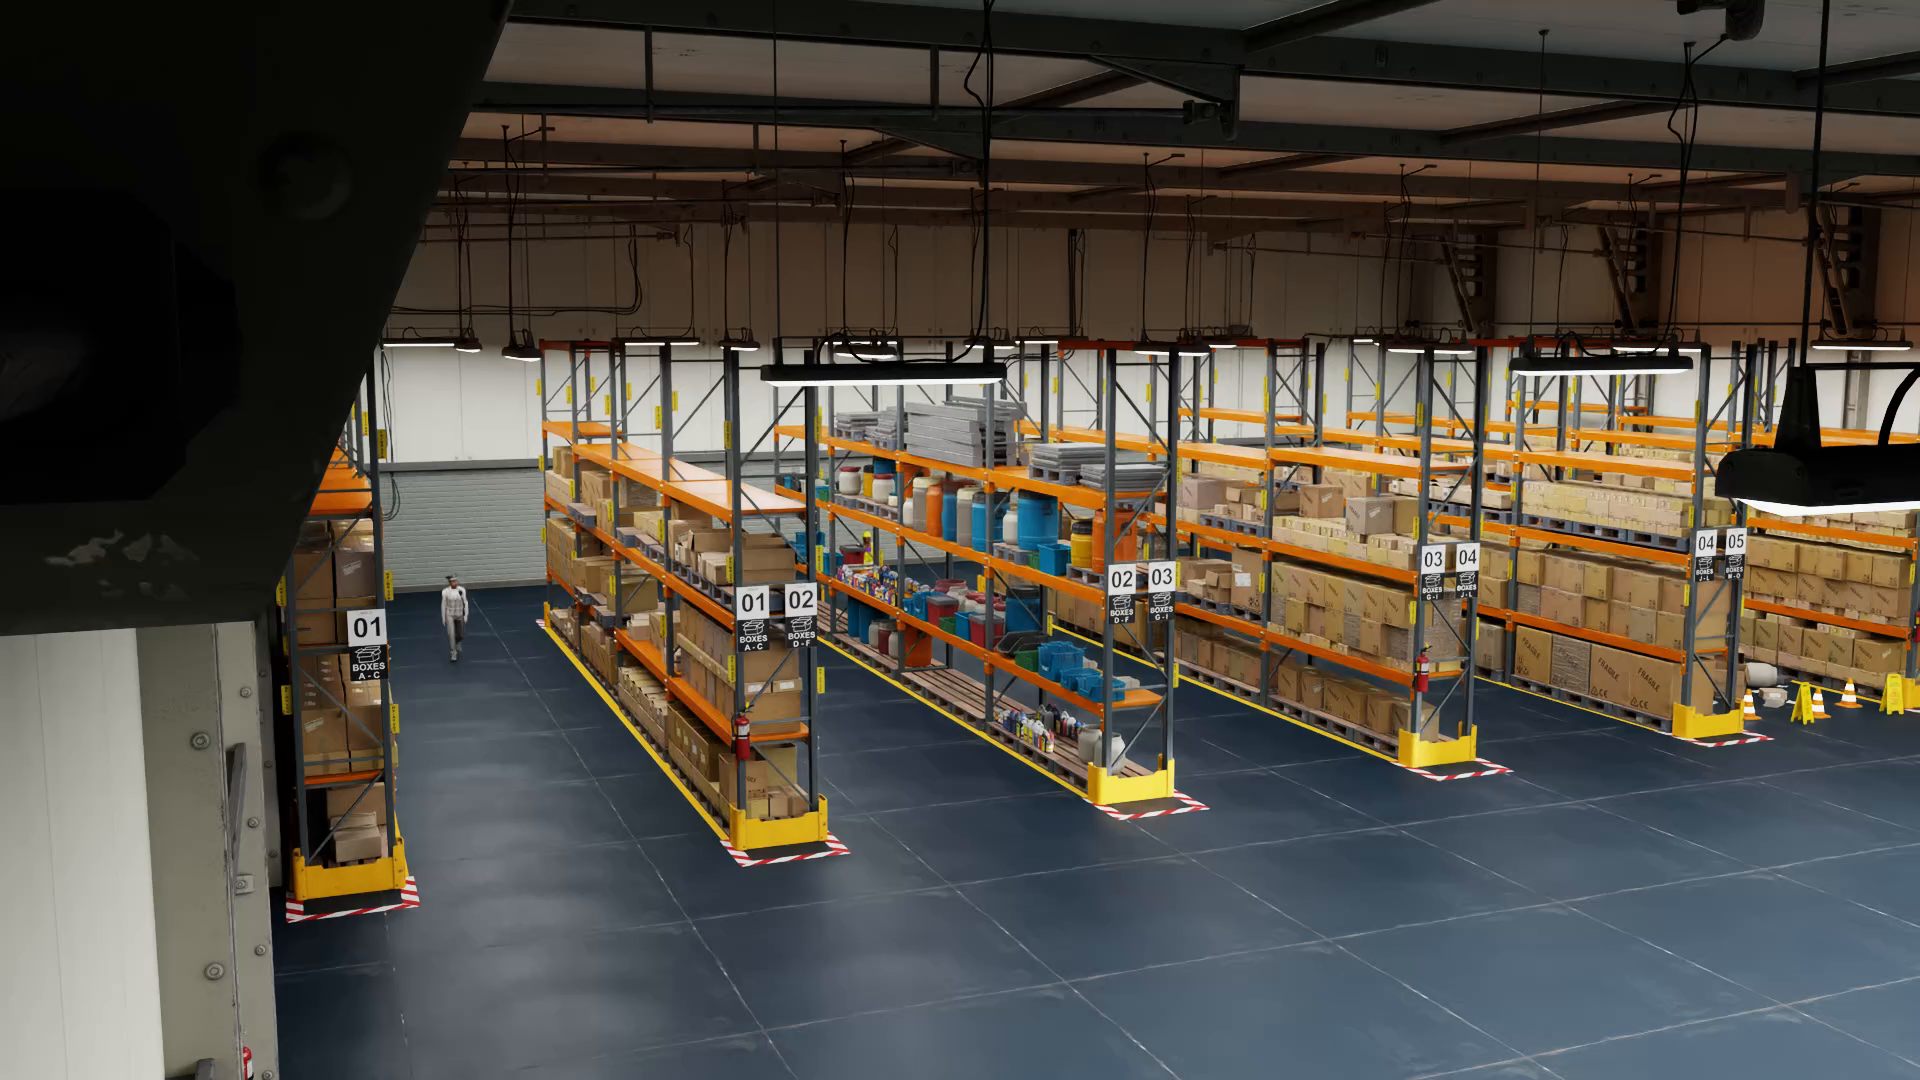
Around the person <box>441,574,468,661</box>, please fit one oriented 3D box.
[{"bbox_3d":[-9.572,1.415,31.501,0.492,1.633,0.872,-3,8,-24],"label":"person"}]

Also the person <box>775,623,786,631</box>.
[{"bbox_3d":[-3.303,1.451,31.209,0.495,1.629,1.033,-3,8,-24],"label":"person"}]

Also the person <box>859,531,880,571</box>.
[{"bbox_3d":[-2.039,0.653,37.057,0.620,1.708,1.085,-4,8,-26],"label":"person"}]
